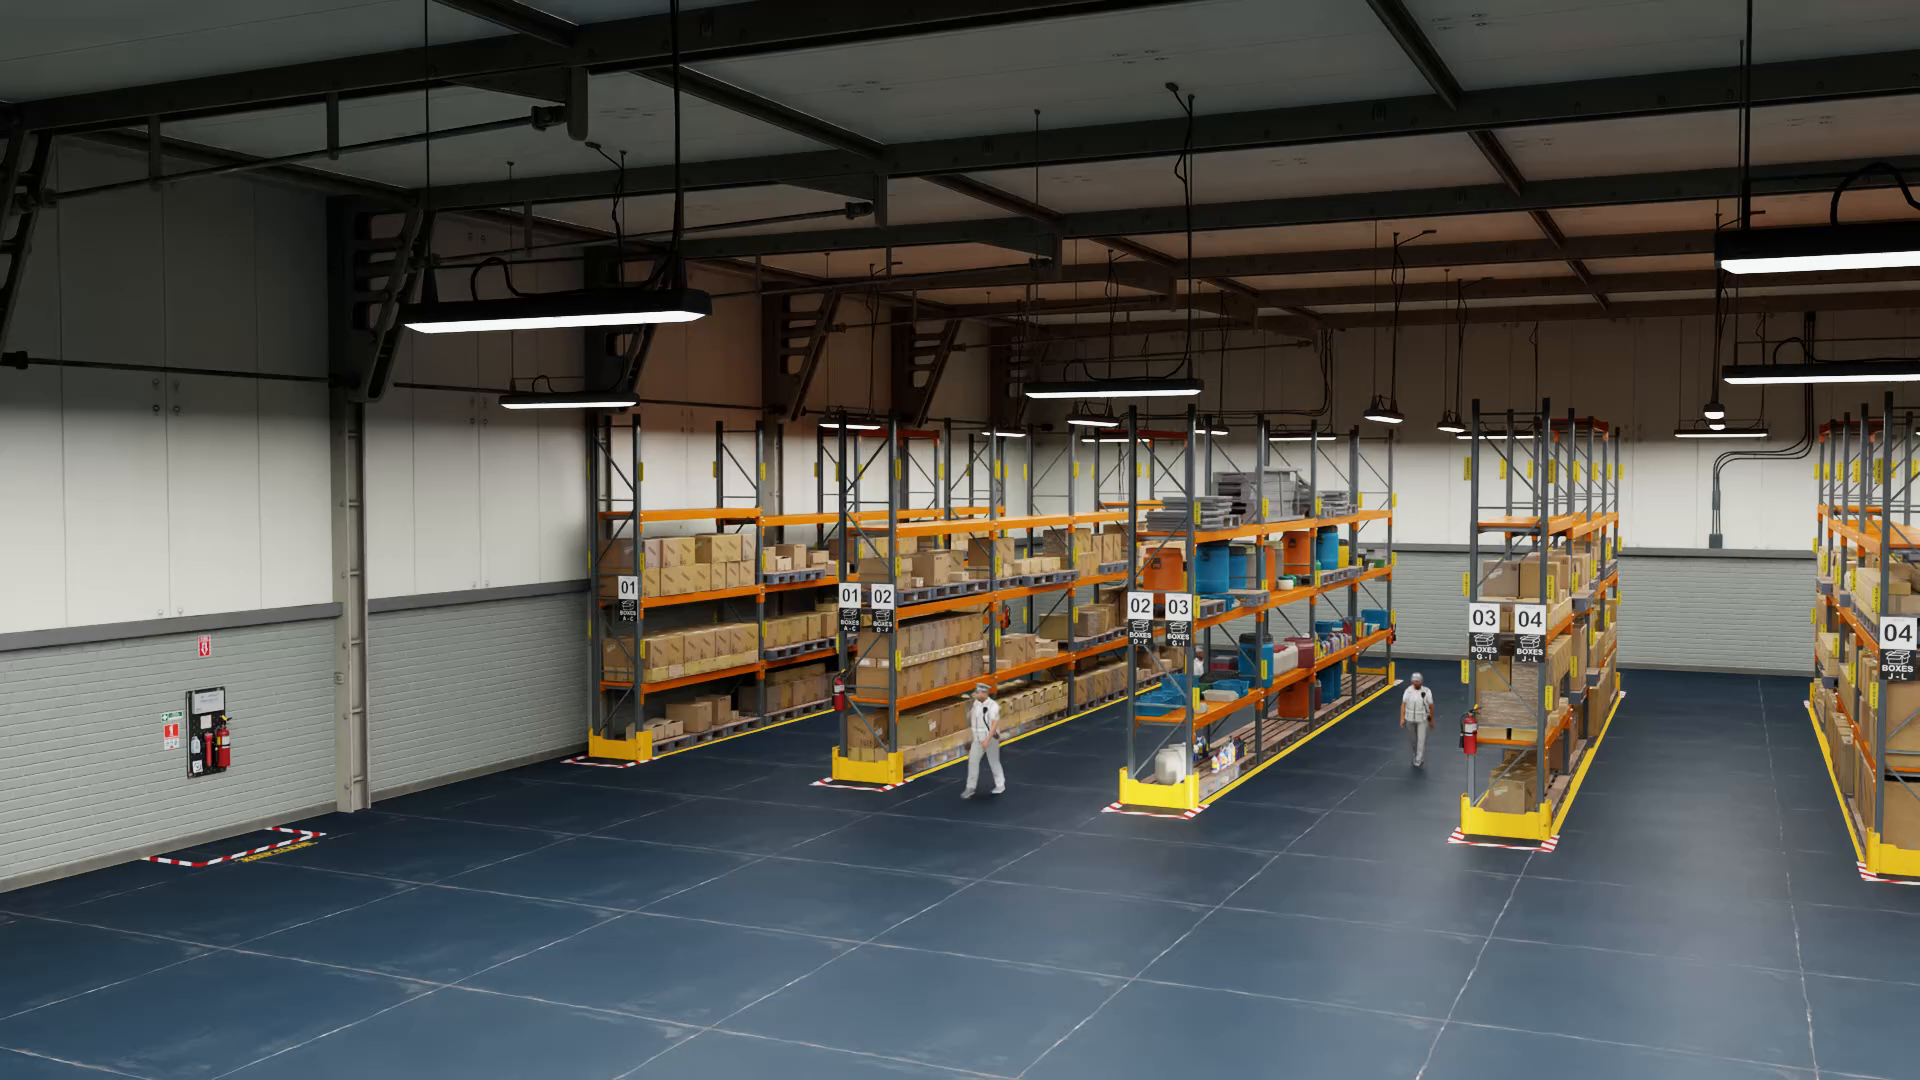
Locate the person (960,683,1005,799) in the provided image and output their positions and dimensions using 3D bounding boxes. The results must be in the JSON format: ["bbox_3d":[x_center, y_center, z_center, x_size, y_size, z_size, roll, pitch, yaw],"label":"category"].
[{"bbox_3d":[0.329,3.063,25.576,0.560,1.723,0.899,2,3,40],"label":"person"}]

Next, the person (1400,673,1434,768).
[{"bbox_3d":[7.651,3.031,27.923,0.503,1.605,1.051,1,3,33],"label":"person"}]

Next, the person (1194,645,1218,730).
[{"bbox_3d":[4.795,2.853,32.365,0.507,1.654,0.594,2,3,39],"label":"person"}]

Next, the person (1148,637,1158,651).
[{"bbox_3d":[5.153,2.350,44.703,0.704,1.639,0.729,2,3,35],"label":"person"}]
